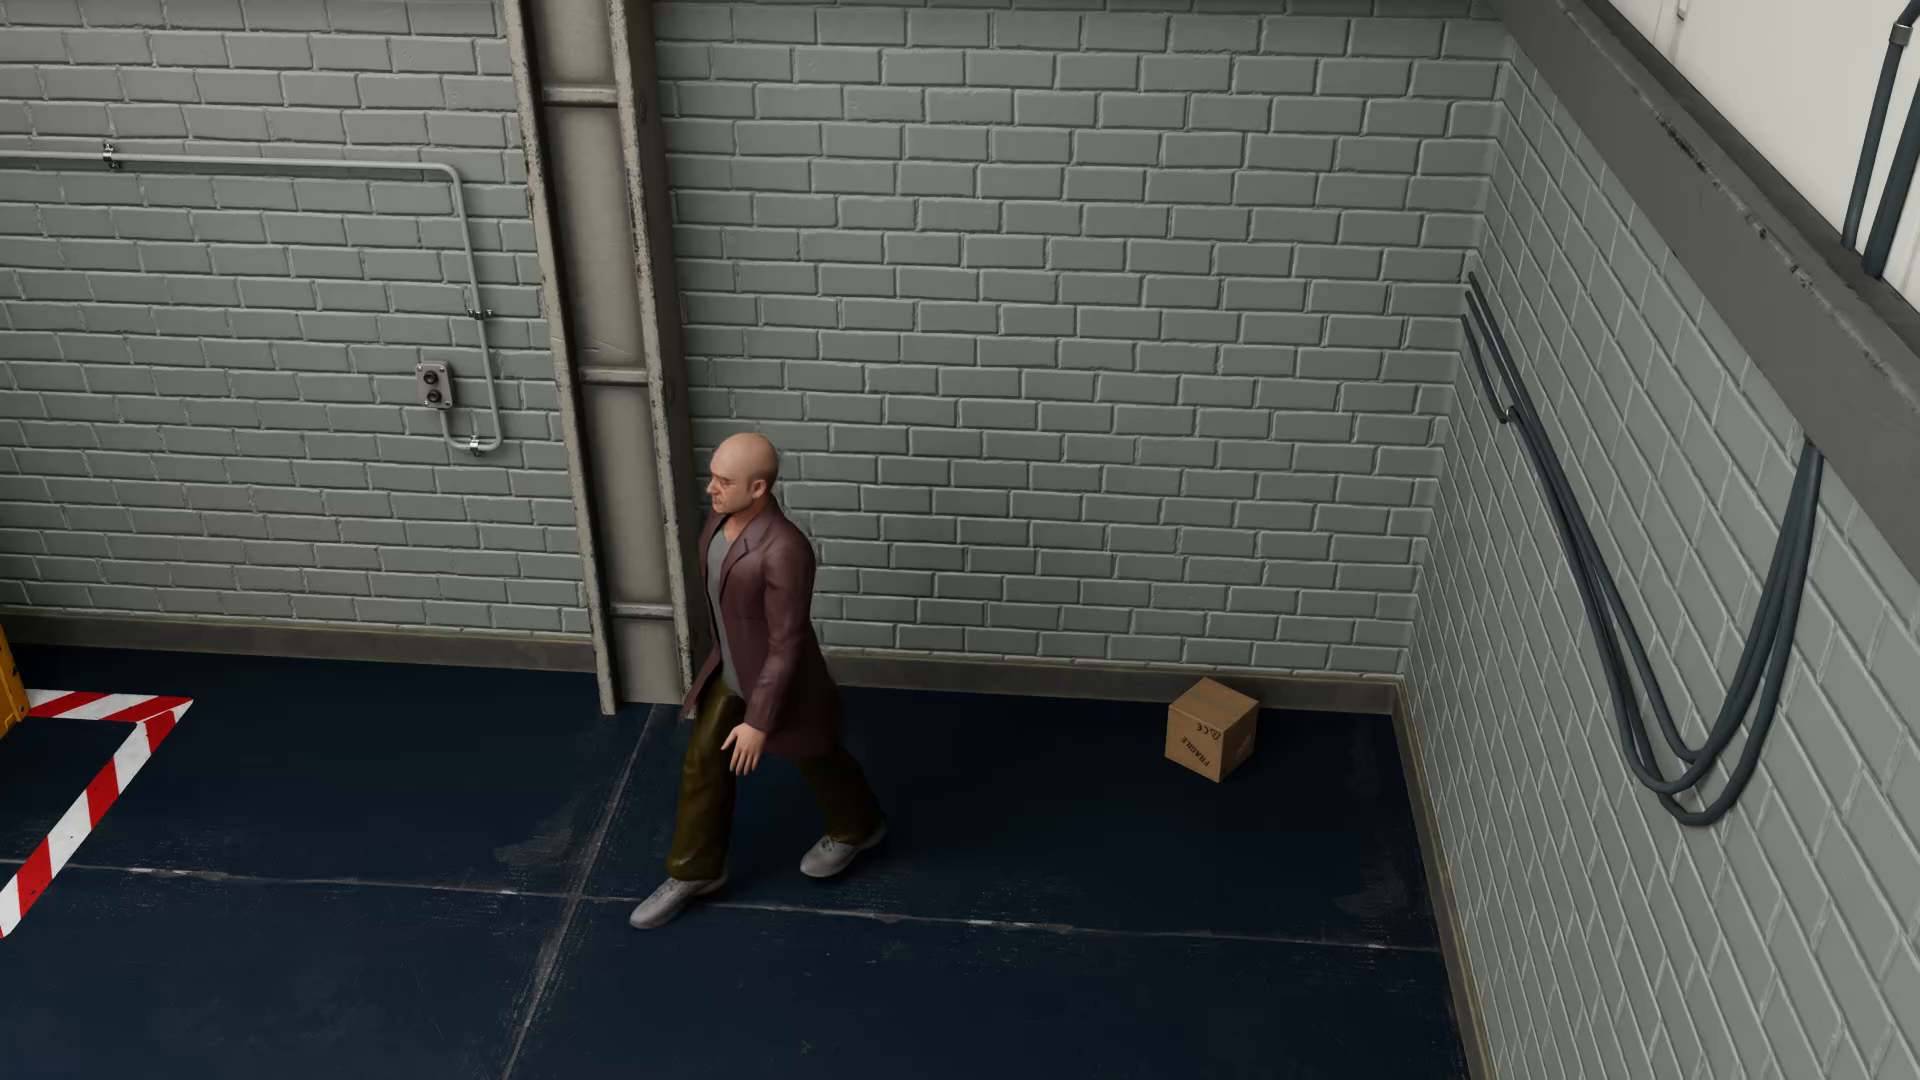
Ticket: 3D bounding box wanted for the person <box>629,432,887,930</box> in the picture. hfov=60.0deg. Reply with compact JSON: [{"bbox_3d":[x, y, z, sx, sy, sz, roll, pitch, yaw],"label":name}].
[{"bbox_3d":[-0.693,0.460,5.403,0.950,1.780,0.658,-21,37,-30],"label":"person"}]
